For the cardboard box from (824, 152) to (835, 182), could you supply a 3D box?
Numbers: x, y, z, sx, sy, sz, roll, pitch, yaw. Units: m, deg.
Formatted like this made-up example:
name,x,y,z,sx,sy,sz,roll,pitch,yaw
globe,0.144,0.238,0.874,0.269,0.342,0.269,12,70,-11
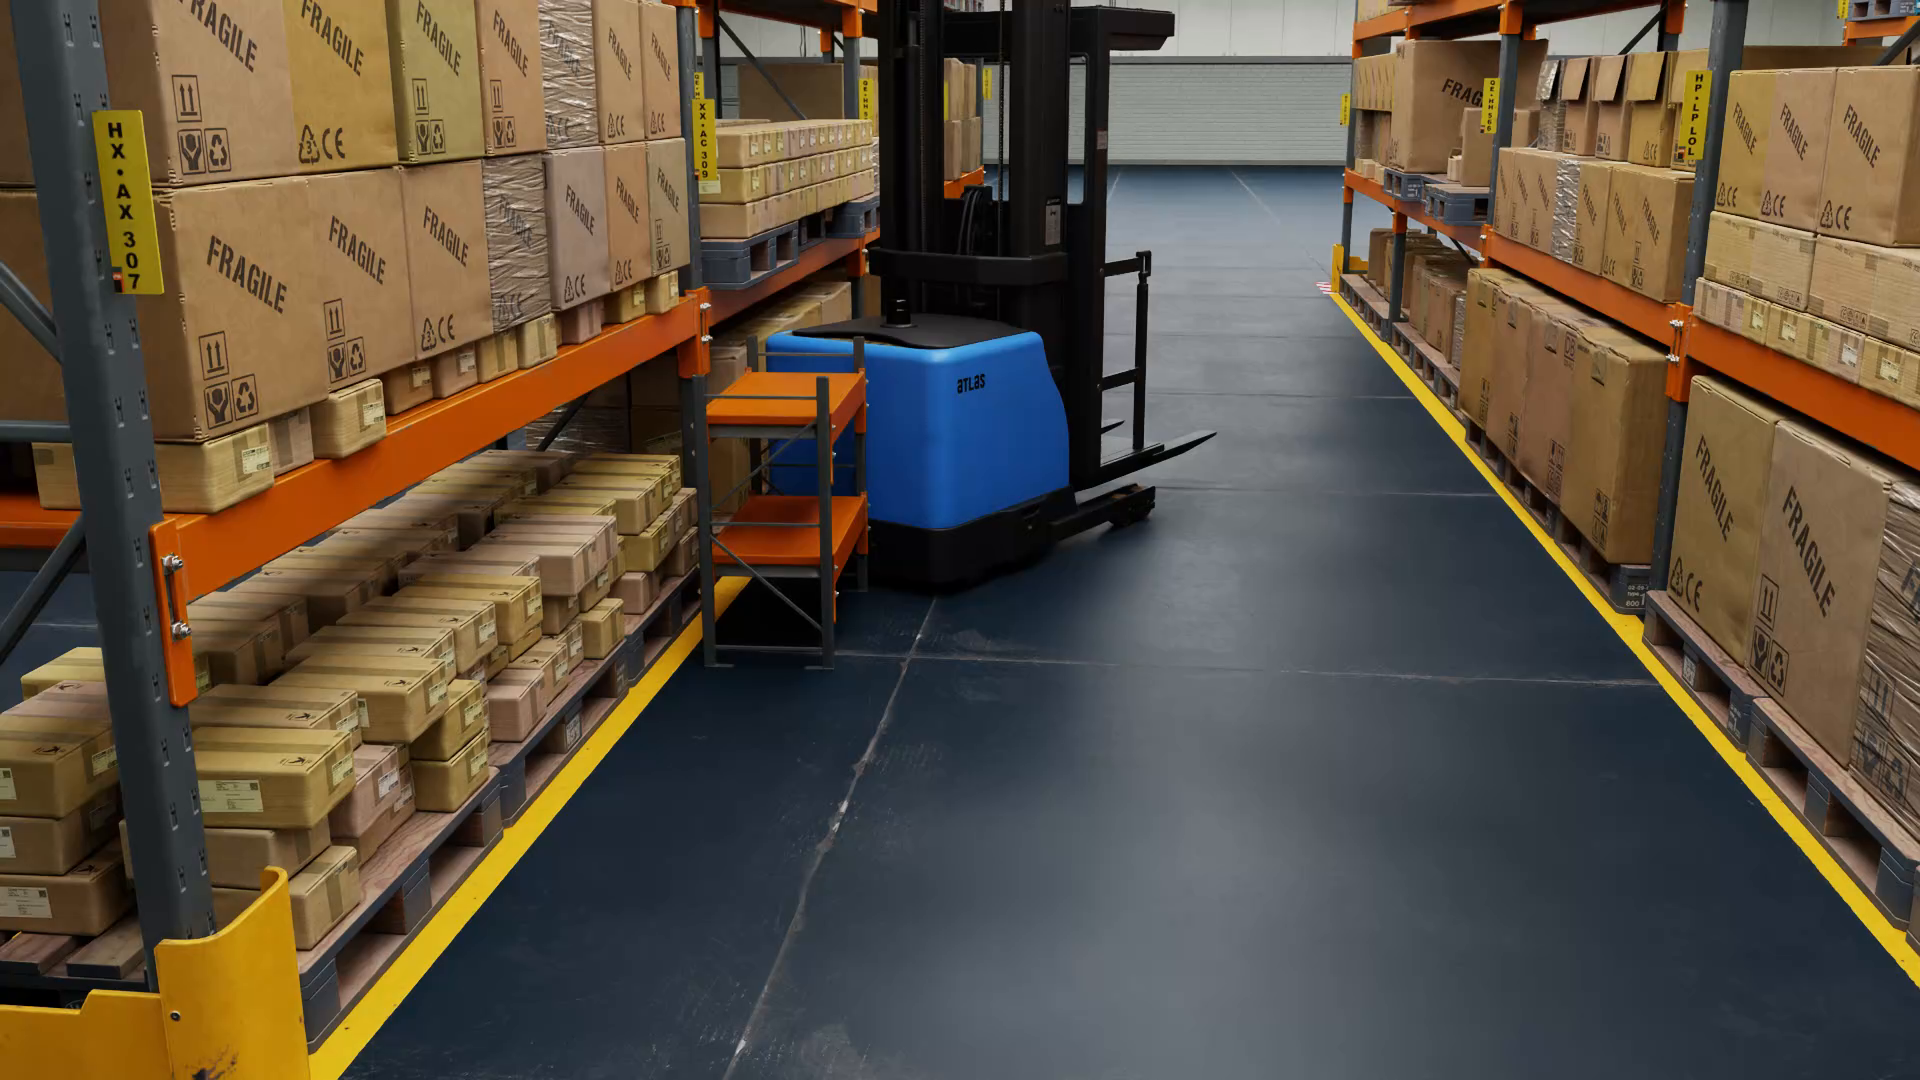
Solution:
name,x,y,z,sx,sy,sz,roll,pitch,yaw
cardboard box,-0.891,-2.030,9.031,0.380,0.149,0.250,2,15,8

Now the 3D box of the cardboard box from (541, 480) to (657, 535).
name,x,y,z,sx,sy,sz,roll,pitch,yaw
cardboard box,-1.387,-0.126,6.397,0.380,0.149,0.250,2,15,6

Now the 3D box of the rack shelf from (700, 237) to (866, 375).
name,x,y,z,sx,sy,sz,roll,pitch,yaw
rack shelf,-1.370,-1.415,9.028,1.077,0.370,4.000,2,15,6

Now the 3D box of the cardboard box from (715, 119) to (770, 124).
name,x,y,z,sx,sy,sz,roll,pitch,yaw
cardboard box,-1.389,-2.535,10.327,0.380,0.149,0.250,2,15,6

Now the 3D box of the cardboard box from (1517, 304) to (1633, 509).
name,x,y,z,sx,sy,sz,roll,pitch,yaw
cardboard box,3.474,-0.647,8.075,1.225,0.875,0.875,1,15,4

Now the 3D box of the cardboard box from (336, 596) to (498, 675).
name,x,y,z,sx,sy,sz,roll,pitch,yaw
cardboard box,-1.596,0.279,4.902,0.380,0.149,0.250,2,15,8

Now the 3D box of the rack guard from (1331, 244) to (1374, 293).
name,x,y,z,sx,sy,sz,roll,pitch,yaw
rack guard,4.667,-2.958,18.142,1.175,0.500,0.348,2,15,6

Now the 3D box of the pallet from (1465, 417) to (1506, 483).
name,x,y,z,sx,sy,sz,roll,pitch,yaw
pallet,3.609,-0.561,9.832,1.003,0.211,1.213,2,15,6

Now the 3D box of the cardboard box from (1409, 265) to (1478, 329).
name,x,y,z,sx,sy,sz,roll,pitch,yaw
cardboard box,4.133,-1.994,13.735,0.700,0.500,0.500,1,15,2

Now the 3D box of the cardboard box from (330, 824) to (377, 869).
name,x,y,z,sx,sy,sz,roll,pitch,yaw
cardboard box,-1.721,0.770,4.225,0.380,0.149,0.250,2,15,6

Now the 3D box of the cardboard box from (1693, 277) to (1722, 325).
name,x,y,z,sx,sy,sz,roll,pitch,yaw
cardboard box,2.958,-0.884,6.164,0.380,0.149,0.250,2,15,6

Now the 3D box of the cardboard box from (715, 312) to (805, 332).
name,x,y,z,sx,sy,sz,roll,pitch,yaw
cardboard box,-1.130,-1.056,8.870,0.500,0.250,0.500,2,15,8

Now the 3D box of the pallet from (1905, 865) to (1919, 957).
name,x,y,z,sx,sy,sz,roll,pitch,yaw
pallet,2.883,1.102,3.682,1.003,0.211,1.213,2,15,6

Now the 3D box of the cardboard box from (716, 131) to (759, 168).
name,x,y,z,sx,sy,sz,roll,pitch,yaw
cardboard box,-1.094,-1.701,7.244,0.380,0.149,0.250,2,15,9

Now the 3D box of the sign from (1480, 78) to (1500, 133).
name,x,y,z,sx,sy,sz,roll,pitch,yaw
sign,3.233,-2.643,10.125,0.100,0.325,0.005,2,15,6

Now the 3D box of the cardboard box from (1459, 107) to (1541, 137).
name,x,y,z,sx,sy,sz,roll,pitch,yaw
cardboard box,4.120,-2.947,12.311,0.797,0.503,0.637,3,15,12

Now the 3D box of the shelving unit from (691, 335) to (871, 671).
name,x,y,z,sx,sy,sz,roll,pitch,yaw
shelving unit,-0.692,-0.187,6.700,0.538,1.125,1.048,1,15,4

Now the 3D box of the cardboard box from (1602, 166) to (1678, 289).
name,x,y,z,sx,sy,sz,roll,pitch,yaw
cardboard box,3.166,-1.377,7.318,0.500,0.500,0.500,2,15,8

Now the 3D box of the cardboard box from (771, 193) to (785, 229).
name,x,y,z,sx,sy,sz,roll,pitch,yaw
cardboard box,-1.036,-1.551,7.828,0.380,0.149,0.250,2,15,7

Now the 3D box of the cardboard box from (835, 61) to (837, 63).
name,x,y,z,sx,sy,sz,roll,pitch,yaw
cardboard box,-0.670,-4.153,15.419,0.875,0.550,0.550,2,15,6

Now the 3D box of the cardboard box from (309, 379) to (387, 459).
name,x,y,z,sx,sy,sz,roll,pitch,yaw
cardboard box,-1.613,-0.295,3.988,0.380,0.149,0.250,1,15,5

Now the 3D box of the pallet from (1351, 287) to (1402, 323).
name,x,y,z,sx,sy,sz,roll,pitch,yaw
pallet,4.400,-2.293,16.238,1.003,0.211,1.213,2,15,6

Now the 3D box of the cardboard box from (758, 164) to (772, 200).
name,x,y,z,sx,sy,sz,roll,pitch,yaw
cardboard box,-1.067,-1.625,7.532,0.380,0.149,0.250,1,15,5

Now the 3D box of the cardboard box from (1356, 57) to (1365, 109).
name,x,y,z,sx,sy,sz,roll,pitch,yaw
cardboard box,4.279,-4.594,16.730,0.500,0.500,0.500,2,15,6

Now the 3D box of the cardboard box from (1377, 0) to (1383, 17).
name,x,y,z,sx,sy,sz,roll,pitch,yaw
cardboard box,4.199,-5.045,15.613,0.500,0.250,0.500,2,15,8

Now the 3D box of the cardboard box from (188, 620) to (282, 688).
name,x,y,z,sx,sy,sz,roll,pitch,yaw
cardboard box,-2.158,0.335,4.693,0.380,0.149,0.250,1,15,4

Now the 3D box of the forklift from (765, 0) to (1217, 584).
name,x,y,z,sx,sy,sz,roll,pitch,yaw
forklift,0.355,-1.550,8.278,1.130,2.935,3.031,10,18,33

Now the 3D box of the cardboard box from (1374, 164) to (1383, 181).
name,x,y,z,sx,sy,sz,roll,pitch,yaw
cardboard box,4.140,-3.478,15.761,0.380,0.149,0.250,2,15,6

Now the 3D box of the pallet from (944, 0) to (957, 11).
name,x,y,z,sx,sy,sz,roll,pitch,yaw
pallet,-0.590,-4.936,15.093,1.003,0.211,1.213,2,15,6

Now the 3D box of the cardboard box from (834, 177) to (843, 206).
name,x,y,z,sx,sy,sz,roll,pitch,yaw
cardboard box,-0.862,-1.956,9.326,0.380,0.149,0.250,1,15,4

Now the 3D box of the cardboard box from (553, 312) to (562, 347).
name,x,y,z,sx,sy,sz,roll,pitch,yaw
cardboard box,-1.542,-0.702,5.494,0.380,0.149,0.250,1,15,5

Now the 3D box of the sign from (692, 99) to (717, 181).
name,x,y,z,sx,sy,sz,roll,pitch,yaw
sign,-1.055,-1.648,6.852,0.100,0.325,0.005,2,15,6

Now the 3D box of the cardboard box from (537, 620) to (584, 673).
name,x,y,z,sx,sy,sz,roll,pitch,yaw
cardboard box,-1.514,0.375,5.685,0.380,0.149,0.250,2,15,7

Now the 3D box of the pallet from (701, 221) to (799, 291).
name,x,y,z,sx,sy,sz,roll,pitch,yaw
pallet,-1.365,-1.345,7.759,1.003,0.211,1.213,2,15,6

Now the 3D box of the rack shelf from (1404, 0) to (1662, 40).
name,x,y,z,sx,sy,sz,roll,pitch,yaw
rack shelf,3.998,-3.729,11.836,1.077,0.370,4.000,2,15,6

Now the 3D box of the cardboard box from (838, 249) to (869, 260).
name,x,y,z,sx,sy,sz,roll,pitch,yaw
cardboard box,-0.891,-1.780,12.505,1.050,0.750,0.750,2,15,7

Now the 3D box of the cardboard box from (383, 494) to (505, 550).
name,x,y,z,sx,sy,sz,roll,pitch,yaw
cardboard box,-1.917,-0.069,6.190,0.380,0.149,0.250,1,15,5

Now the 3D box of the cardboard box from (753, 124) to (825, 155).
name,x,y,z,sx,sy,sz,roll,pitch,yaw
cardboard box,-0.922,-2.107,8.744,0.380,0.149,0.250,2,15,8

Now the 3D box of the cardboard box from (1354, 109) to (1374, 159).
name,x,y,z,sx,sy,sz,roll,pitch,yaw
cardboard box,4.586,-4.234,17.313,0.875,0.500,0.500,2,15,6

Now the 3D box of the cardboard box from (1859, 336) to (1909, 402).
name,x,y,z,sx,sy,sz,roll,pitch,yaw
cardboard box,2.783,-0.479,4.669,0.380,0.149,0.250,1,15,5

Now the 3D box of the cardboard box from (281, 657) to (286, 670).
name,x,y,z,sx,sy,sz,roll,pitch,yaw
cardboard box,-2.168,0.408,4.992,0.380,0.149,0.250,2,15,7

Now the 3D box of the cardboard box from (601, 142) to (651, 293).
name,x,y,z,sx,sy,sz,roll,pitch,yaw
cardboard box,-1.429,-1.167,5.972,0.500,0.500,0.500,1,15,5

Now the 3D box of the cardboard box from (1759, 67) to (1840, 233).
name,x,y,z,sx,sy,sz,roll,pitch,yaw
cardboard box,2.950,-1.261,5.359,0.500,0.500,0.500,2,15,6

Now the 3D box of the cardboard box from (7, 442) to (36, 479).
name,x,y,z,sx,sy,sz,roll,pitch,yaw
cardboard box,-2.225,-0.242,3.790,0.380,0.149,0.250,2,15,6

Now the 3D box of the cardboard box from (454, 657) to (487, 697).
name,x,y,z,sx,sy,sz,roll,pitch,yaw
cardboard box,-1.634,0.425,4.933,0.380,0.149,0.250,1,15,4

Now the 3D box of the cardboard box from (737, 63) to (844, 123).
name,x,y,z,sx,sy,sz,roll,pitch,yaw
cardboard box,-1.084,-2.929,11.139,0.700,0.500,0.500,2,15,6

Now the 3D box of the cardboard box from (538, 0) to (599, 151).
name,x,y,z,sx,sy,sz,roll,pitch,yaw
cardboard box,-1.505,-1.522,5.368,0.500,0.500,0.500,2,15,8

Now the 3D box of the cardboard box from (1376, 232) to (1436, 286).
name,x,y,z,sx,sy,sz,roll,pitch,yaw
cardboard box,4.555,-2.863,16.986,0.500,0.500,0.500,6,16,21

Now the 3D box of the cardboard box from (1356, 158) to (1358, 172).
name,x,y,z,sx,sy,sz,roll,pitch,yaw
cardboard box,4.359,-3.932,17.437,0.380,0.149,0.250,2,15,6

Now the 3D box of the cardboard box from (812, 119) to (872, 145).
name,x,y,z,sx,sy,sz,roll,pitch,yaw
cardboard box,-0.744,-2.509,10.233,0.380,0.149,0.250,1,15,4

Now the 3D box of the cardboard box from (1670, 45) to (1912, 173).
name,x,y,z,sx,sy,sz,roll,pitch,yaw
cardboard box,3.385,-1.770,6.849,0.797,0.503,0.637,1,15,5

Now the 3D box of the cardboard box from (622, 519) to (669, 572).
name,x,y,z,sx,sy,sz,roll,pitch,yaw
cardboard box,-1.346,0.017,6.438,0.380,0.149,0.250,1,15,4

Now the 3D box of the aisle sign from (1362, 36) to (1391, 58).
name,x,y,z,sx,sy,sz,roll,pitch,yaw
aisle sign,4.384,-5.464,17.642,0.394,0.787,0.004,2,15,6

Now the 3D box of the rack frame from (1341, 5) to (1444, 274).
name,x,y,z,sx,sy,sz,roll,pitch,yaw
rack frame,4.676,-4.184,17.889,1.000,3.000,0.127,2,15,6

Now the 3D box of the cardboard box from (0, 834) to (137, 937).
name,x,y,z,sx,sy,sz,roll,pitch,yaw
cardboard box,-2.195,0.824,4.025,0.380,0.149,0.250,2,15,7
